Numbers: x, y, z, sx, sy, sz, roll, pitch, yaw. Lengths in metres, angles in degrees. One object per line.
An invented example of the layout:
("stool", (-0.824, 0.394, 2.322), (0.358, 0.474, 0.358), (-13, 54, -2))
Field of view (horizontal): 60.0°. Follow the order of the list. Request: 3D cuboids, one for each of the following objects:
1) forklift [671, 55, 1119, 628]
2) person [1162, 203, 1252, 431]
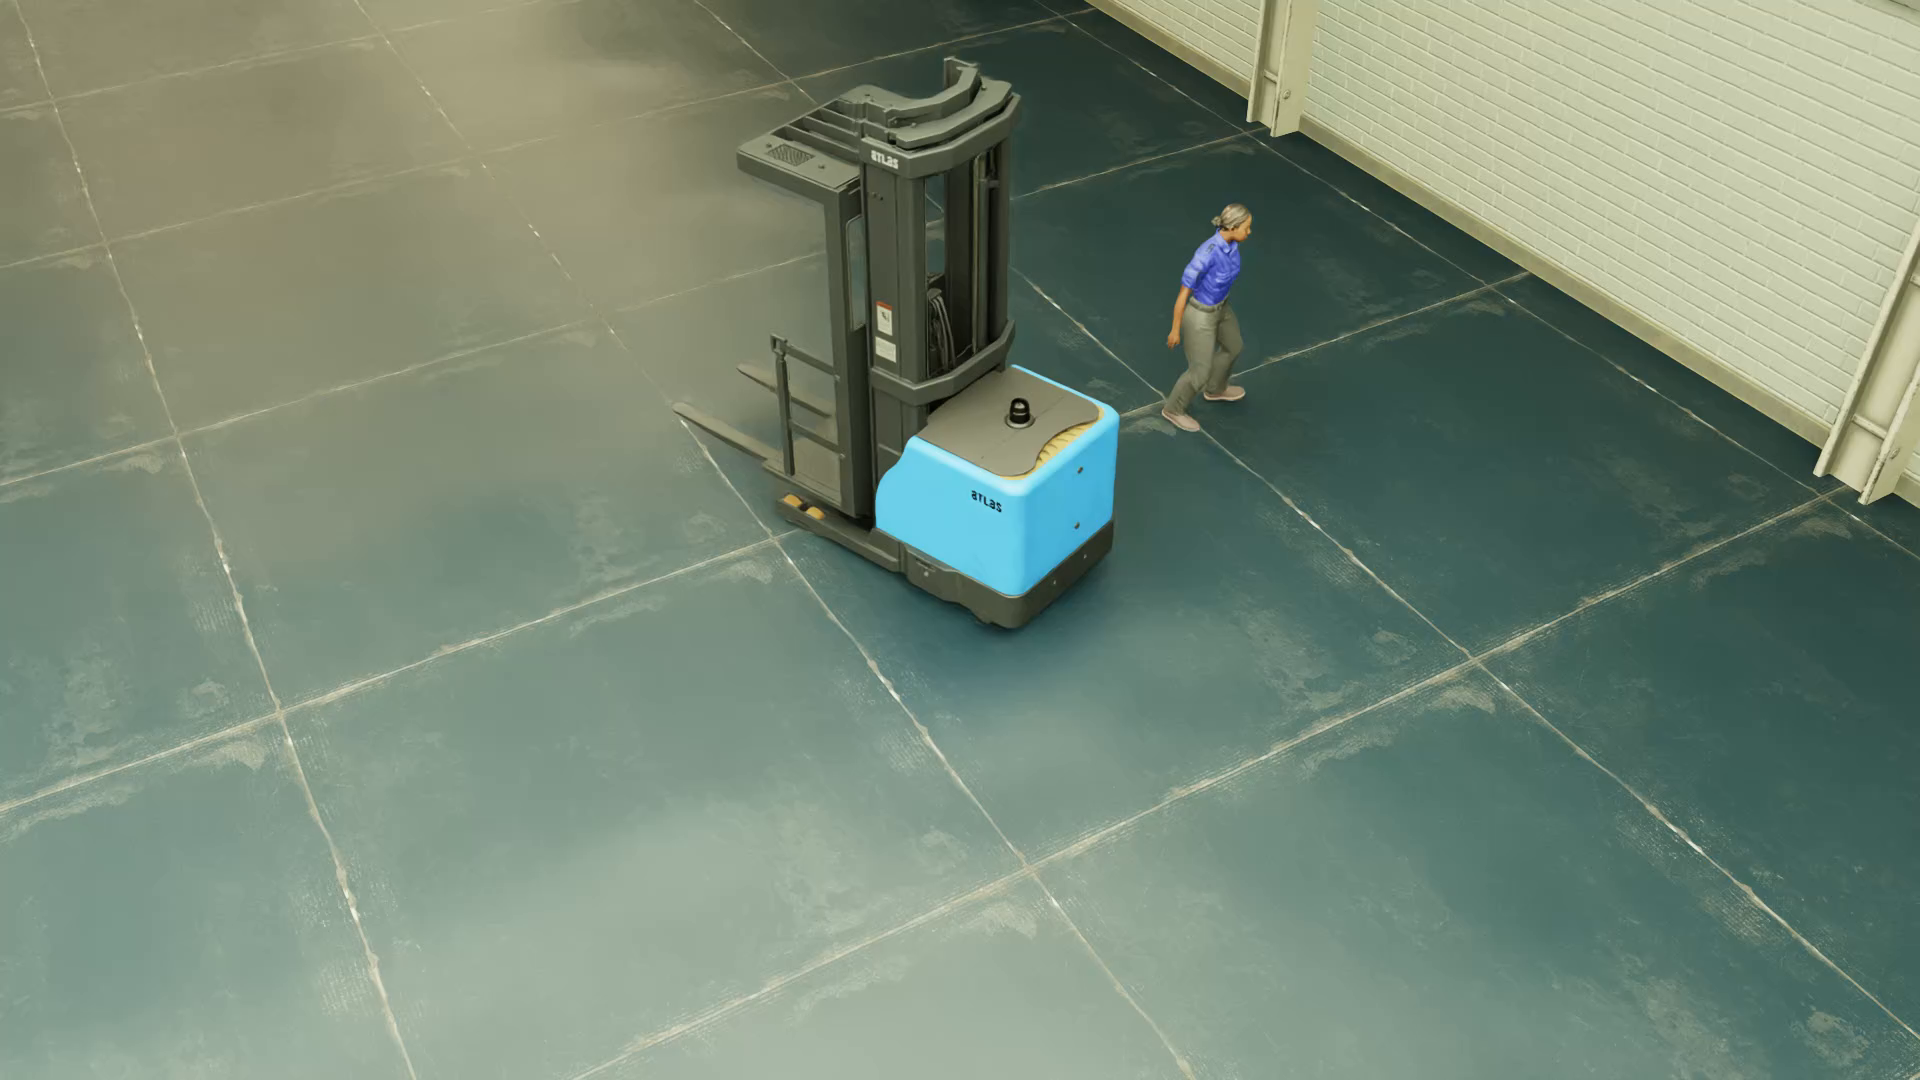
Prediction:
("forklift", (-0.533, -1.401, 9.726), (3.031, 2.935, 1.130), (27, 47, 29))
("person", (1.627, -1.473, 10.865), (0.393, 1.614, 0.794), (24, 45, 26))
